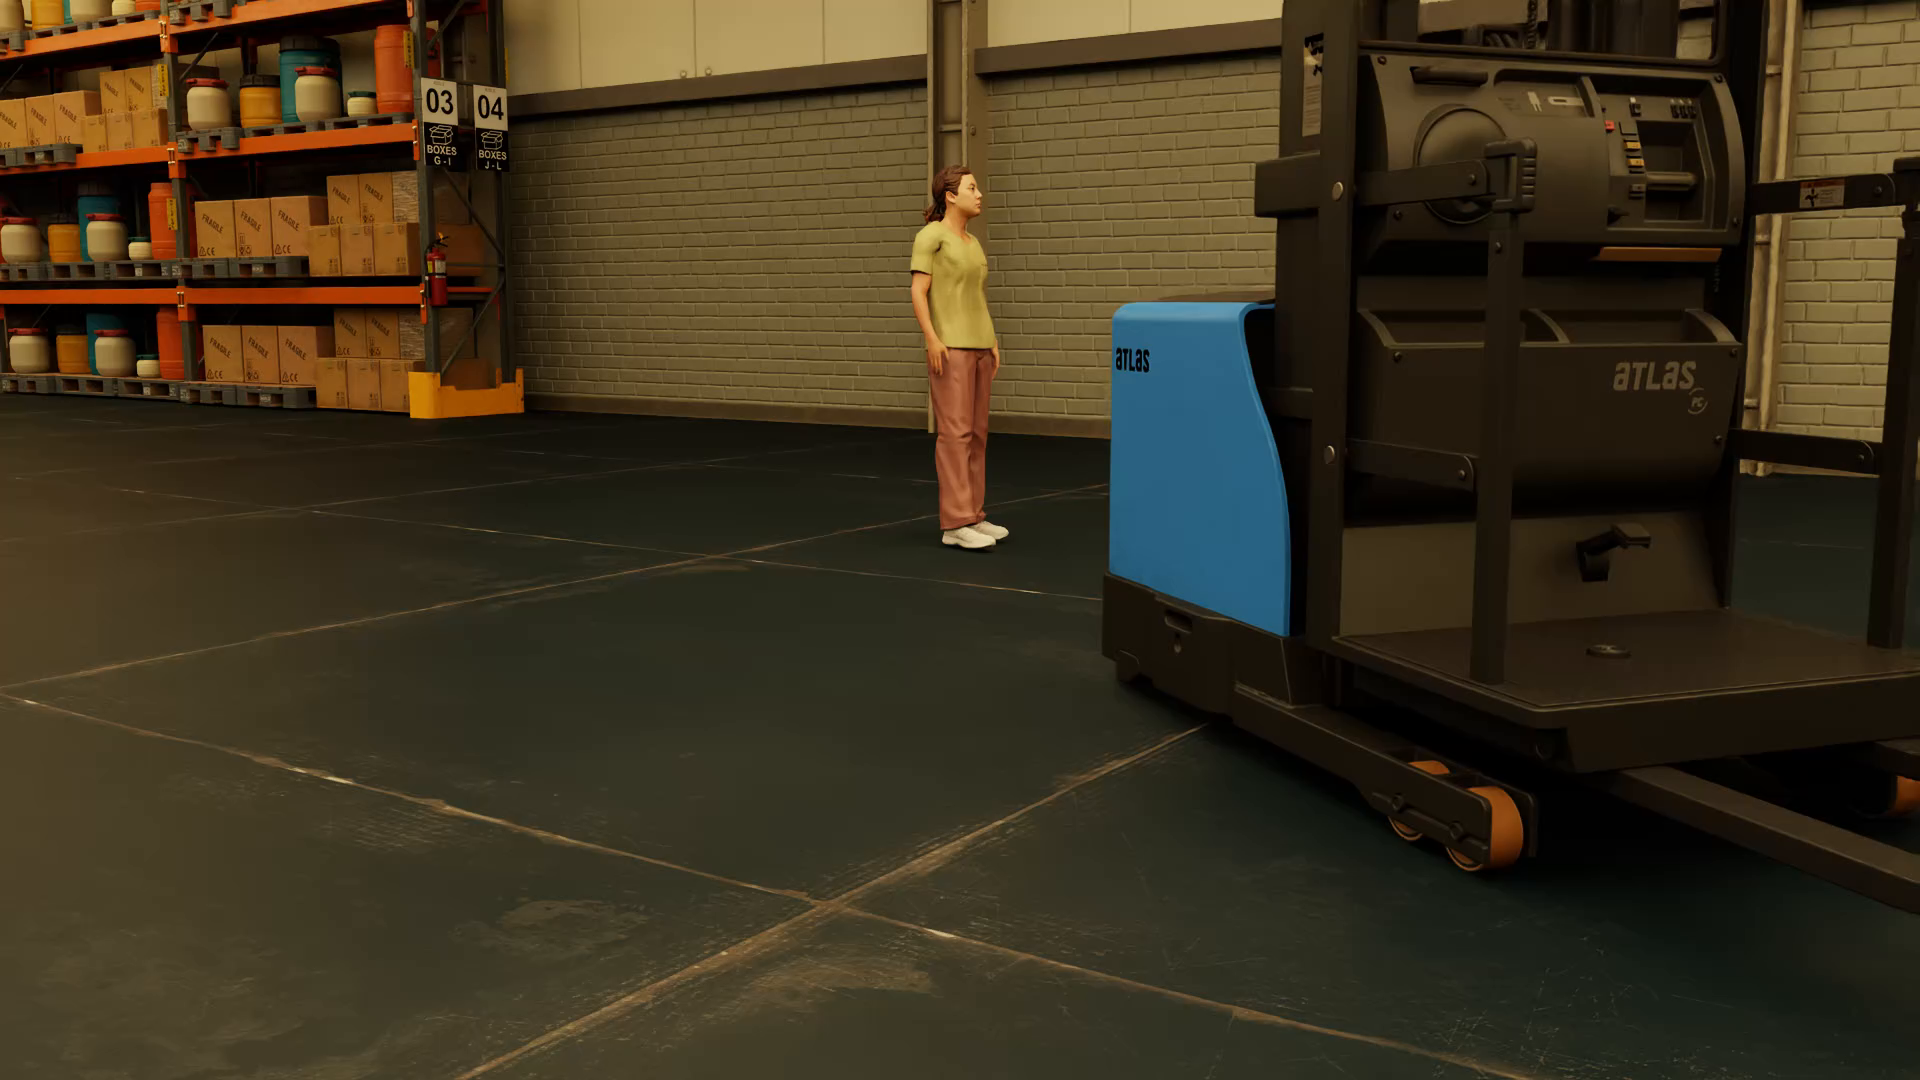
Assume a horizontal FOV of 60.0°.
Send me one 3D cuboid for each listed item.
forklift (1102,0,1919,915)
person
[{"bbox_3d":[1.375,-0.883,3.403,1.130,2.935,3.031,-3,9,-19],"label":"forklift"},{"bbox_3d":[0.054,-0.830,7.434,0.549,1.675,0.553,5,10,34],"label":"person"}]
